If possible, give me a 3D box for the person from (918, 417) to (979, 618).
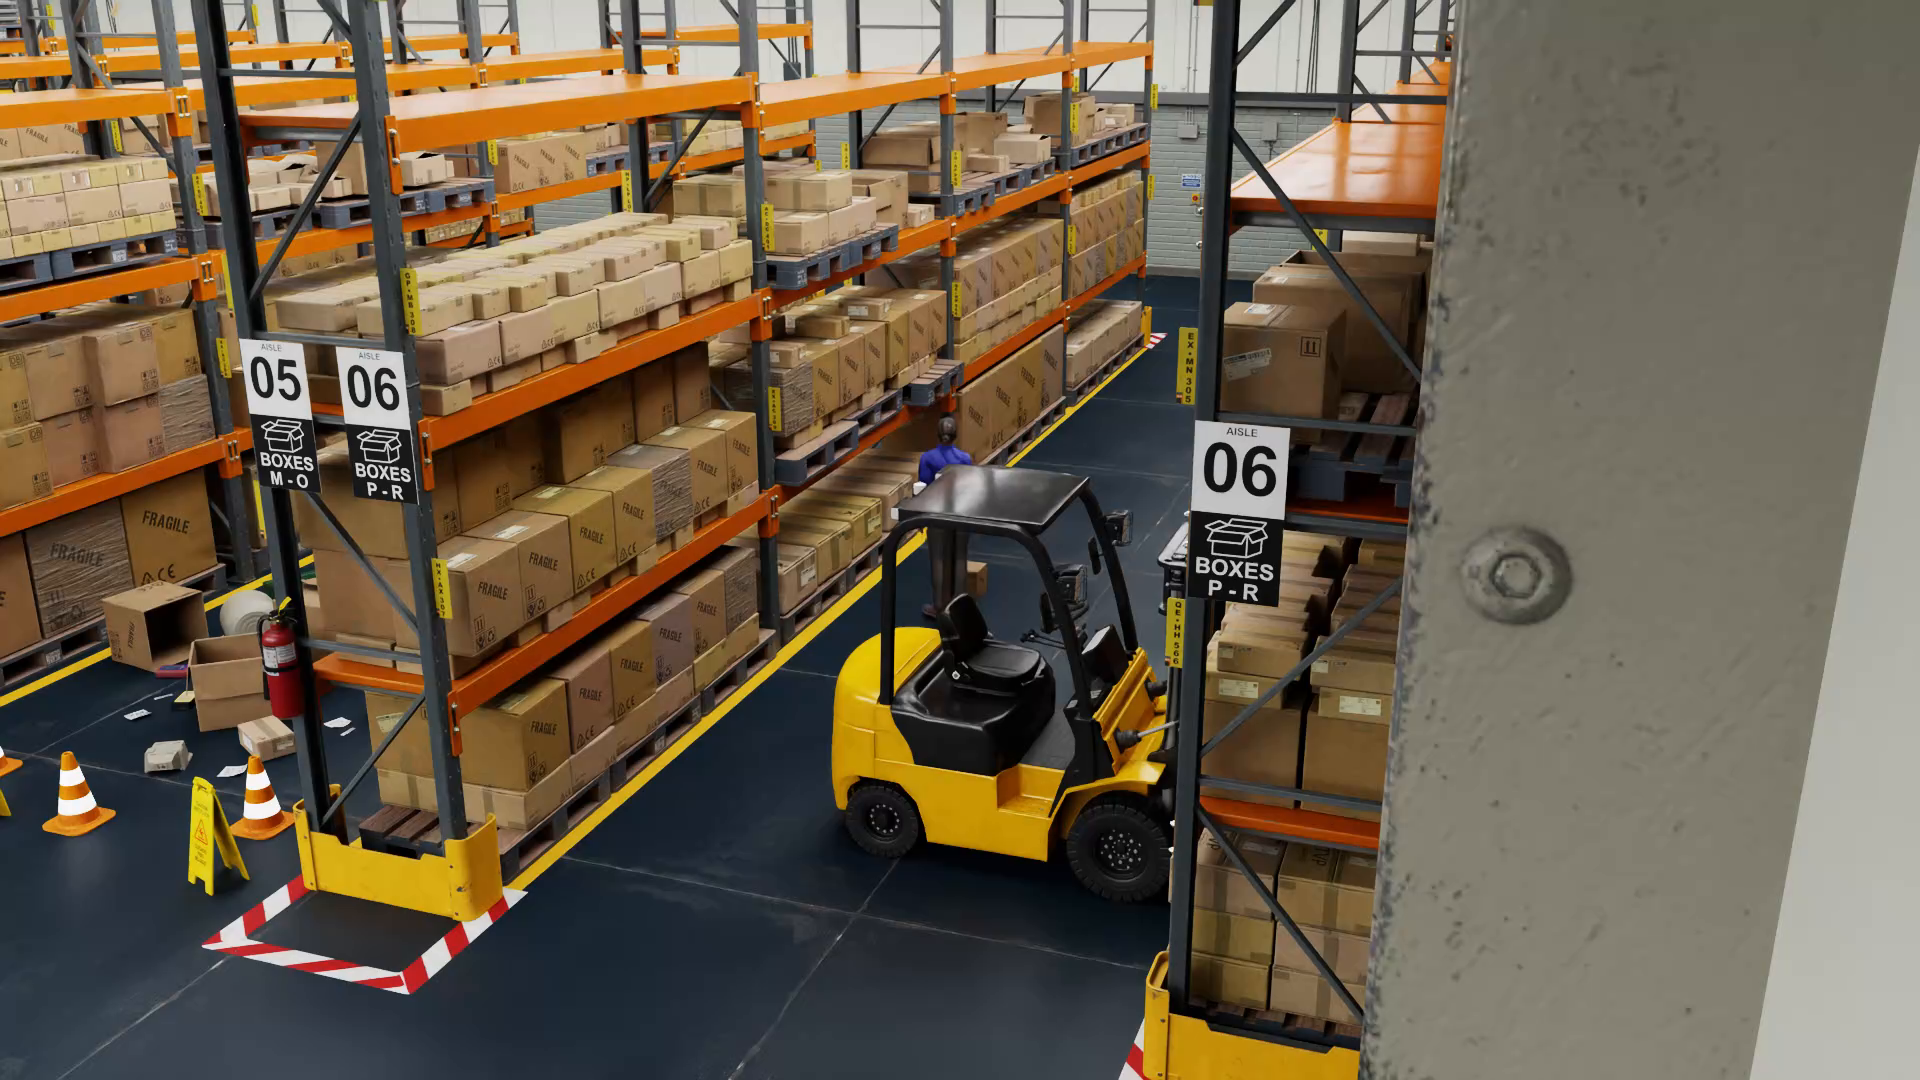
[{"bbox_3d":[-0.097,-0.181,13.328,0.505,1.659,0.371,0,19,1],"label":"person"}]
